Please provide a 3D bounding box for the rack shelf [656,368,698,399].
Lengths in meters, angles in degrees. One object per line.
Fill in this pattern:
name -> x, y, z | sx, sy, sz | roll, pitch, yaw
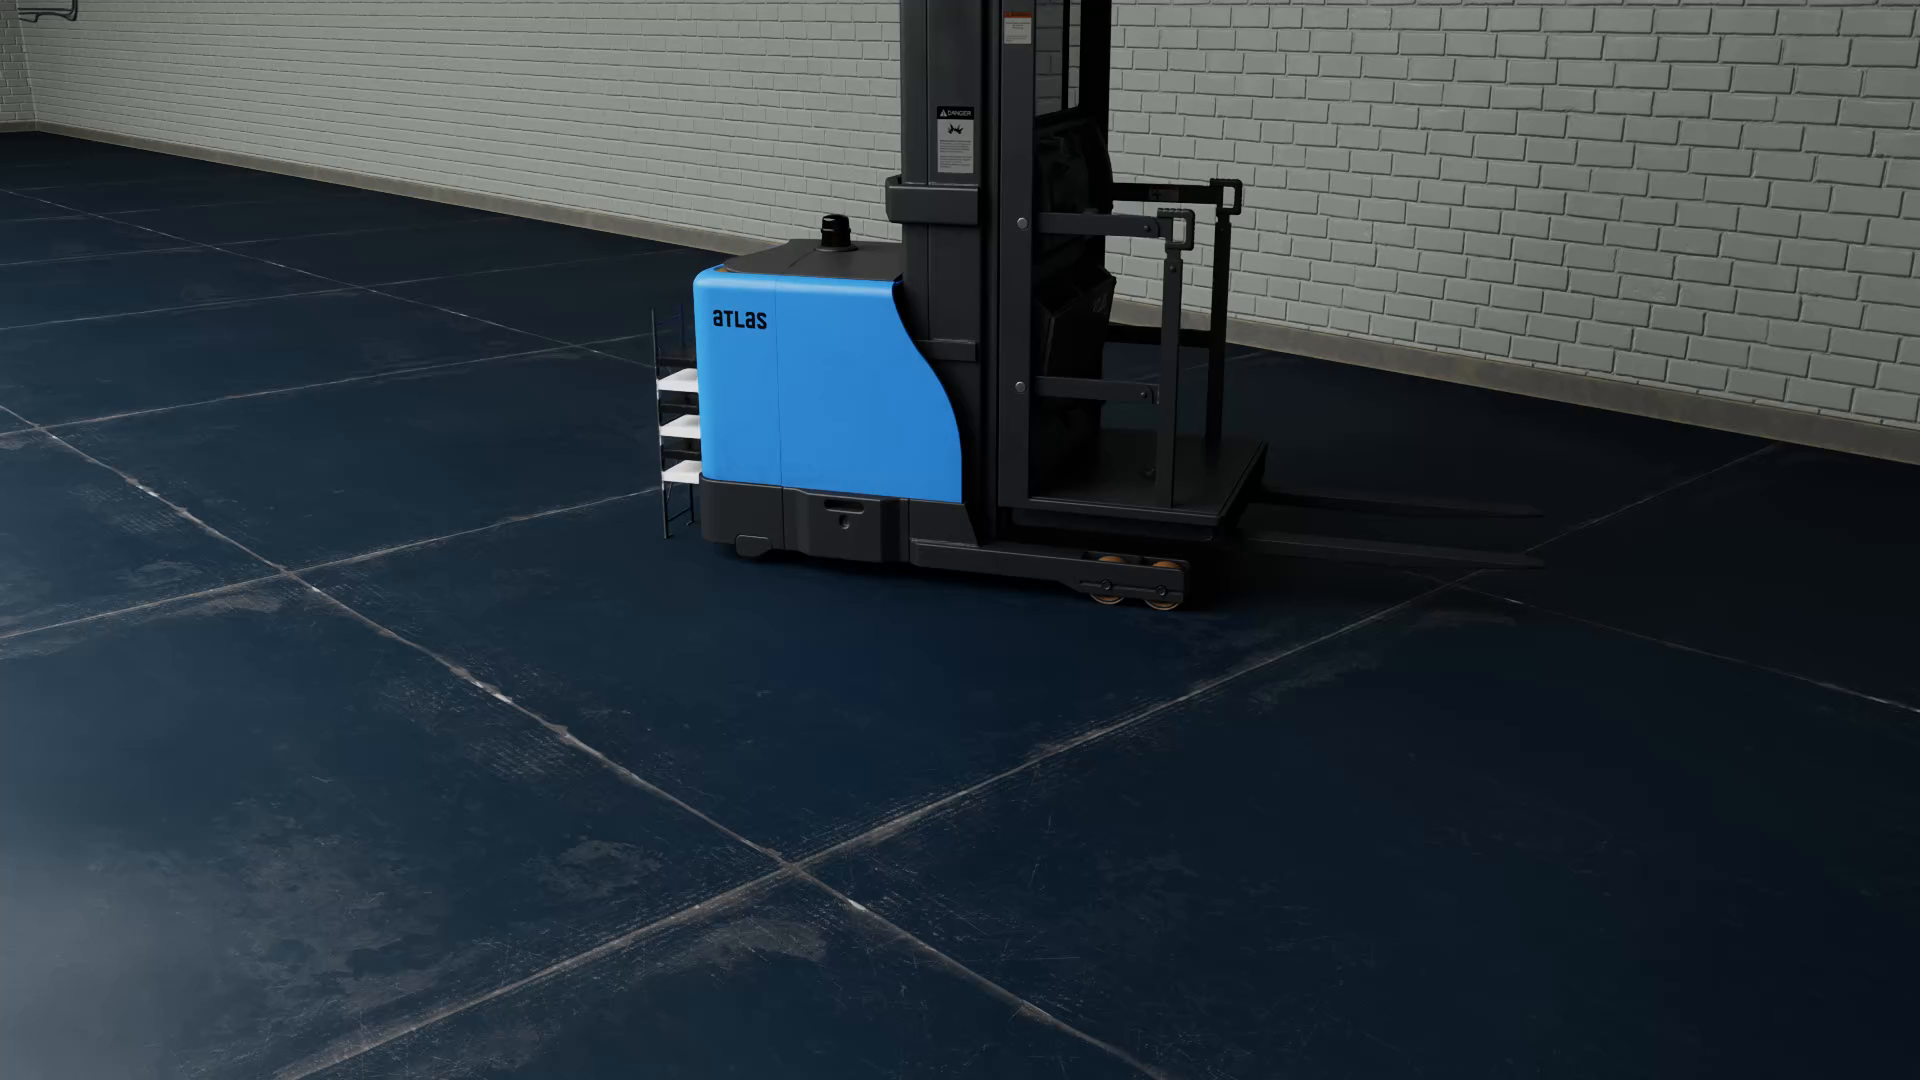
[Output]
rack shelf -> -1.017, -0.598, 6.395 | 0.200, 0.077, 0.258 | 6, 19, 17

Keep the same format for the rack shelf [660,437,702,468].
rack shelf -> -1.017, -0.341, 6.478 | 0.200, 0.077, 0.258 | 6, 19, 17

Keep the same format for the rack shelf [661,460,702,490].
rack shelf -> -1.017, -0.256, 6.506 | 0.200, 0.077, 0.258 | 6, 19, 17

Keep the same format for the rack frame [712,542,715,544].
rack frame -> -0.920, -0.449, 6.410 | 0.006, 0.900, 0.240 | 6, 19, 17

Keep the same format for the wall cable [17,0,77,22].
wall cable -> -13.951, -9.095, 24.981 | 0.112, 2.526, 3.097 | -16, 24, -41

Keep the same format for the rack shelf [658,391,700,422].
rack shelf -> -1.017, -0.513, 6.423 | 0.200, 0.077, 0.258 | 6, 19, 17

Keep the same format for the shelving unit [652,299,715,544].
shelving unit -> -1.017, -0.459, 6.440 | 0.210, 0.900, 0.258 | 6, 19, 17

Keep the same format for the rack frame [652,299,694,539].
rack frame -> -1.114, -0.468, 6.470 | 0.006, 0.900, 0.240 | 6, 19, 17

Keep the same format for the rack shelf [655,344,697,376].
rack shelf -> -1.017, -0.684, 6.367 | 0.200, 0.077, 0.258 | 6, 19, 17

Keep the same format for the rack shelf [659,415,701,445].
rack shelf -> -1.017, -0.427, 6.450 | 0.200, 0.077, 0.258 | 6, 19, 17

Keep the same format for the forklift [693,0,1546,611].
forklift -> 0.594, -1.335, 5.850 | 3.031, 2.935, 1.130 | 6, 19, 17
